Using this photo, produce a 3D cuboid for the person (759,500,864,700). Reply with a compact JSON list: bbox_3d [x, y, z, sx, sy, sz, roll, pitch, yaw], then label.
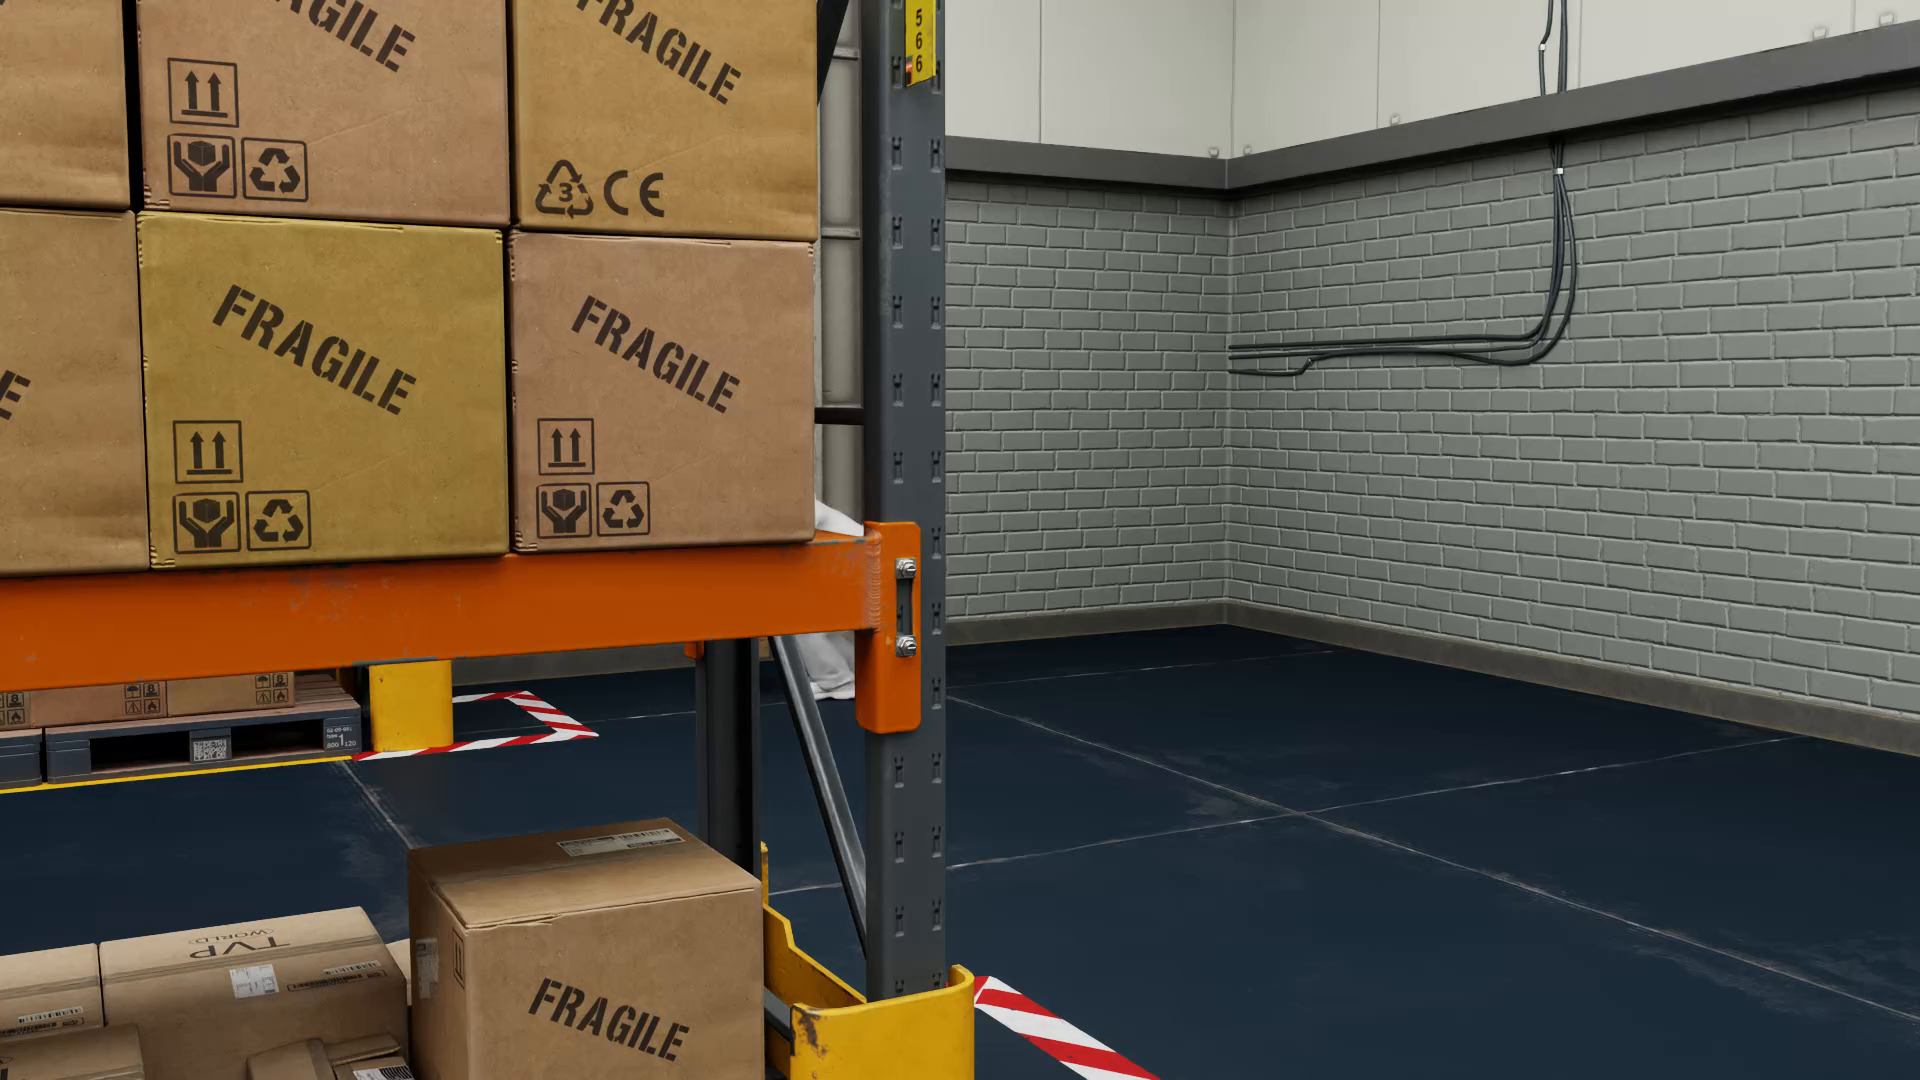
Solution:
[{"bbox_3d":[-0.751,0.241,8.598,0.861,1.145,0.617,0,5,4],"label":"person"}]
